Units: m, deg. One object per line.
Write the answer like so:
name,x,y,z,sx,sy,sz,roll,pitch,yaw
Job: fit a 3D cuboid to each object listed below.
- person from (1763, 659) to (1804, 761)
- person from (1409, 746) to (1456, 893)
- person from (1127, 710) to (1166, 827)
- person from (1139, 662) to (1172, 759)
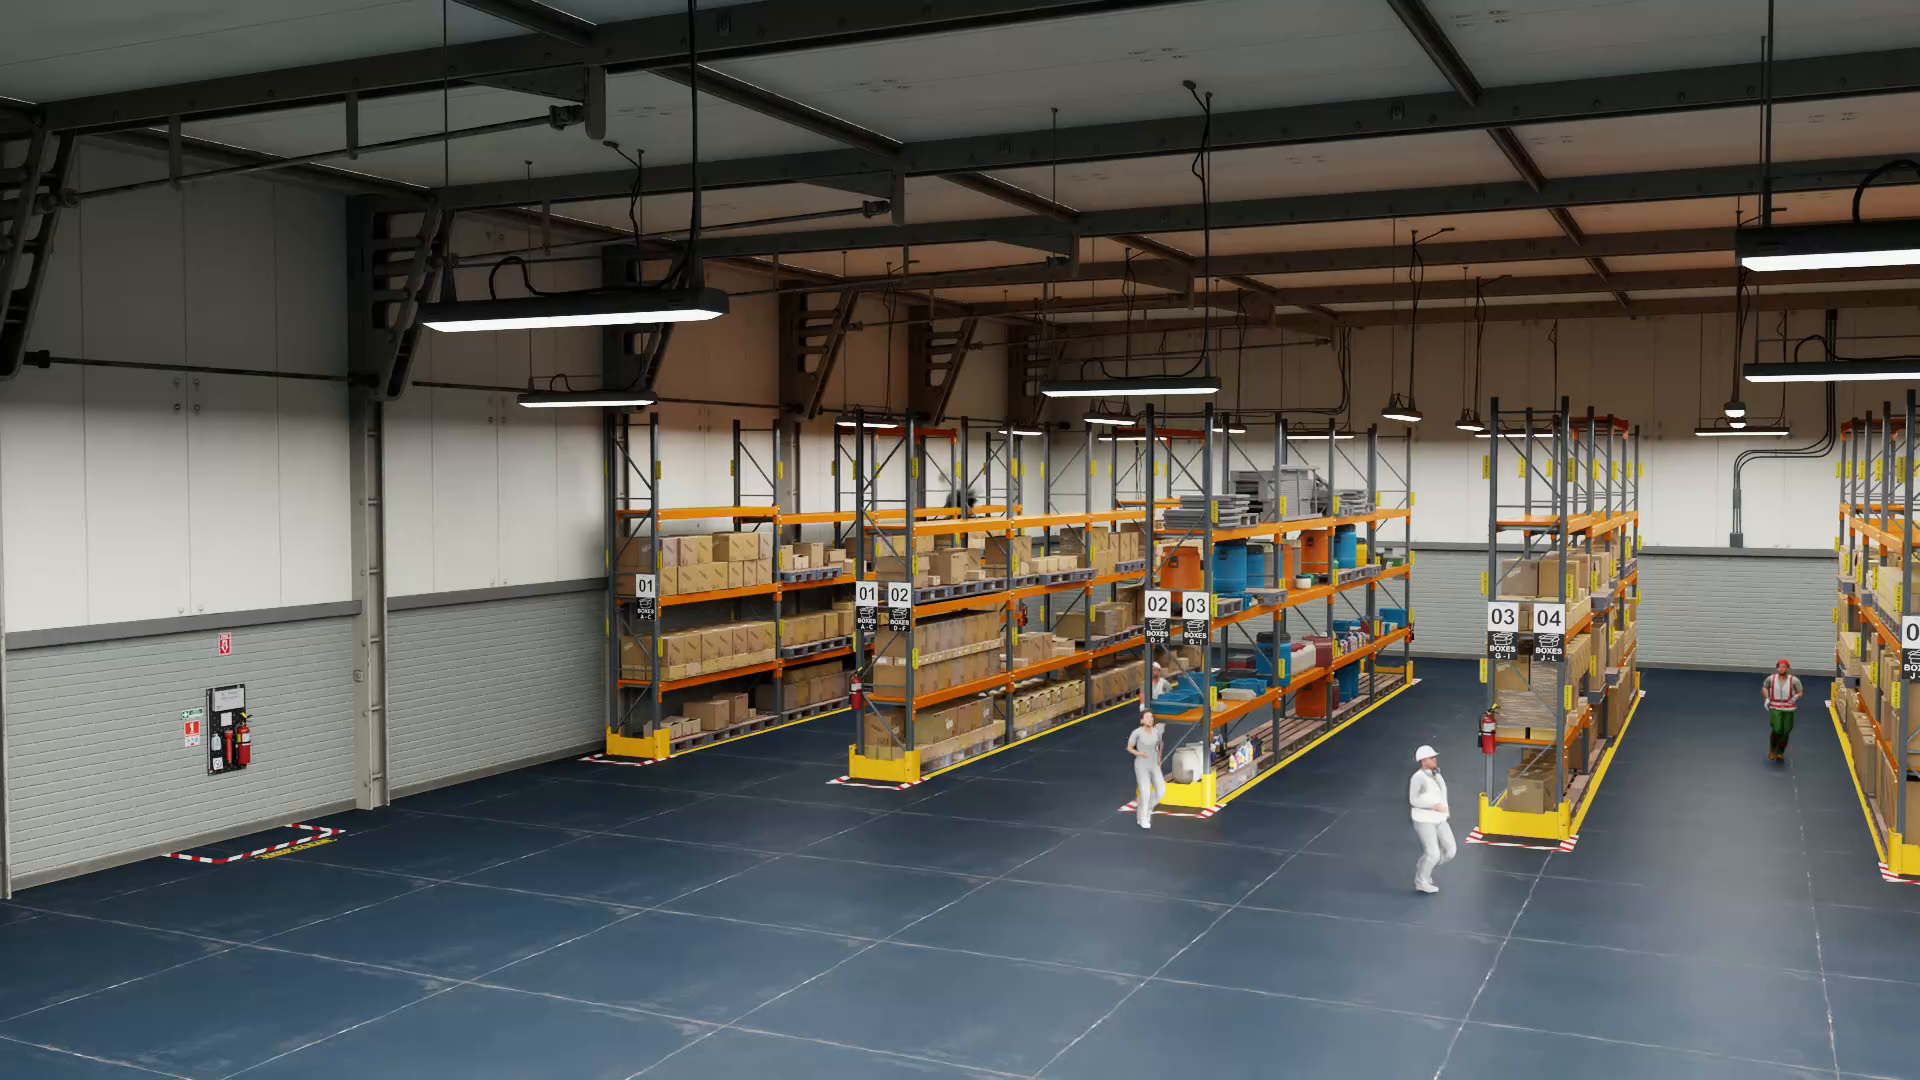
person,14.073,2.918,28.438,0.625,1.762,0.659,1,3,25
person,5.605,3.301,19.646,0.651,1.725,0.583,-2,3,-39
person,2.639,3.205,23.319,0.591,1.641,0.548,-1,3,-20
person,3.320,2.946,28.432,0.608,1.719,0.590,1,3,21
